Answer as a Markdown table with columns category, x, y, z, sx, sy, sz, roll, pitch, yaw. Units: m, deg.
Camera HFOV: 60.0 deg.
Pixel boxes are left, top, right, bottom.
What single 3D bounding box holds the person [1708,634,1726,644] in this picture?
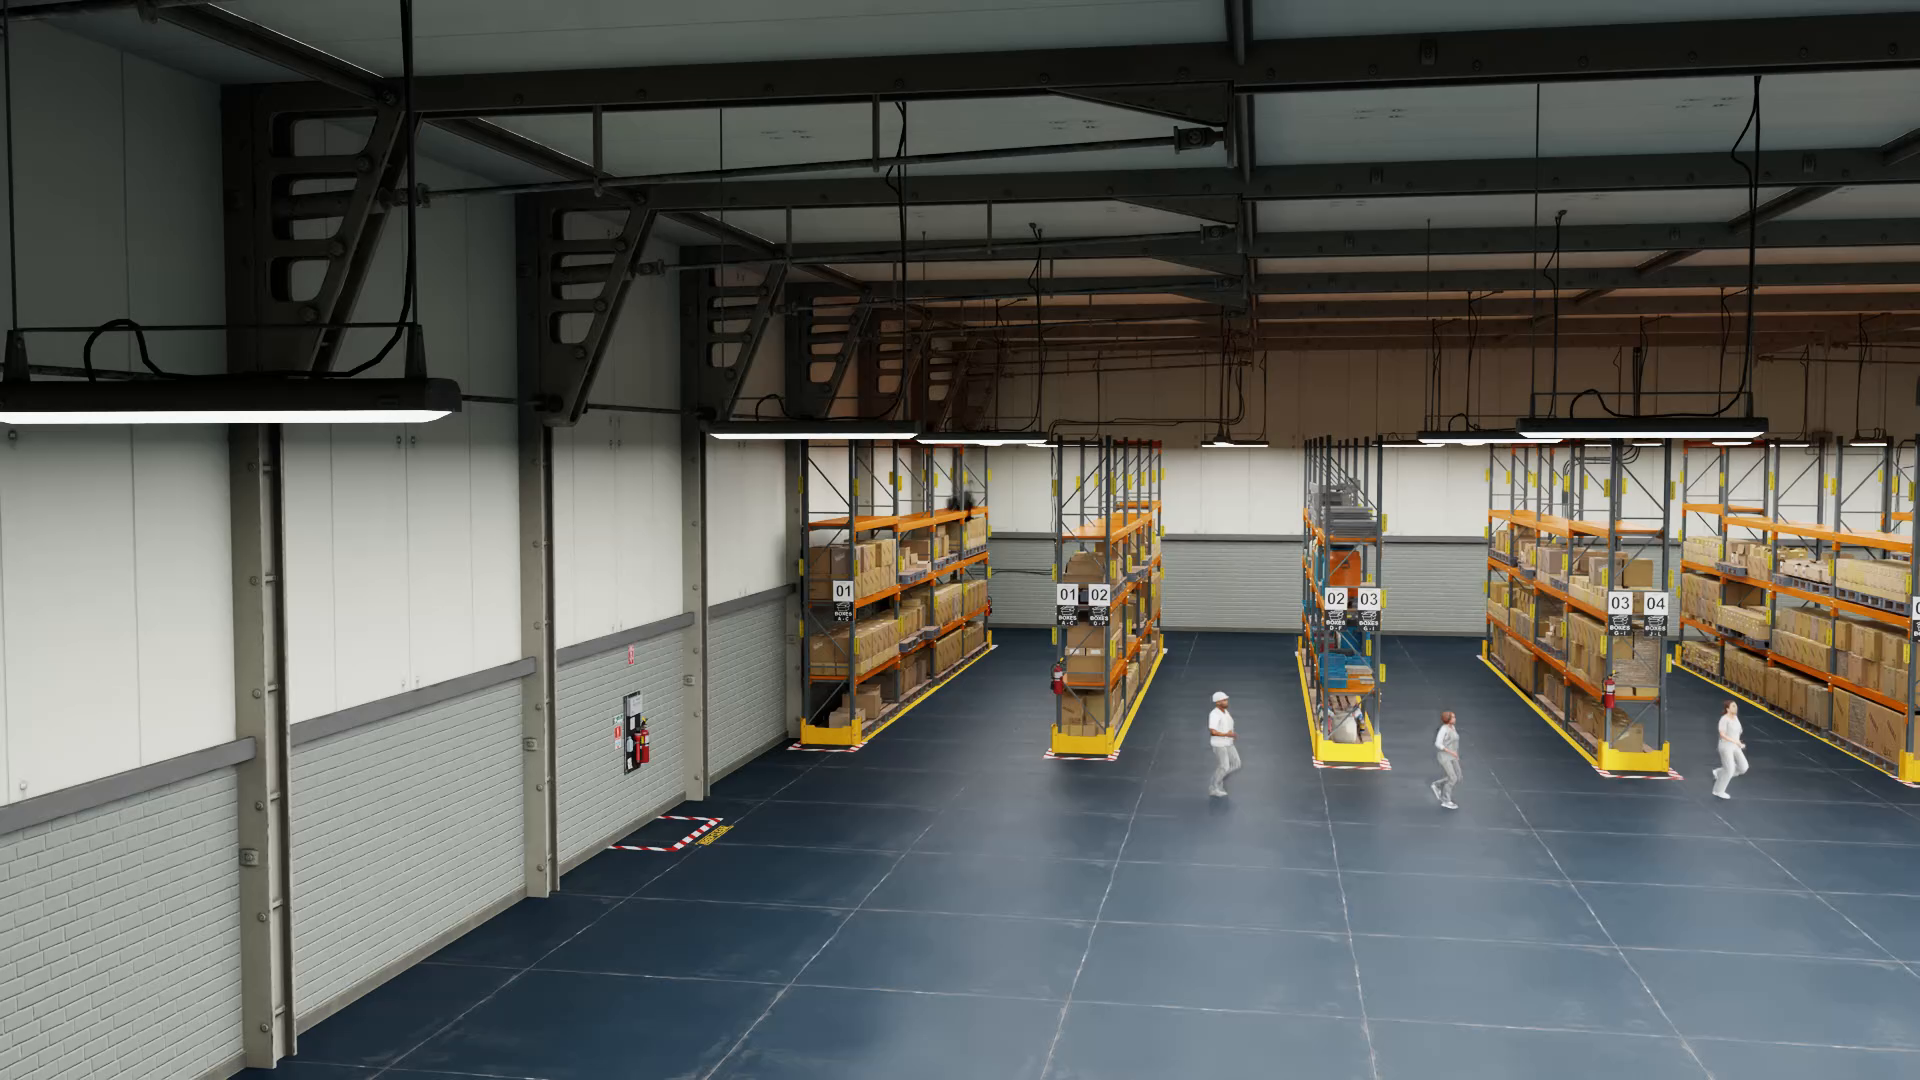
| category | x | y | z | sx | sy | sz | roll | pitch | yaw |
| --- | --- | --- | --- | --- | --- | --- | --- | --- | --- |
| person | 20.765 | 2.427 | 45.521 | 0.735 | 1.718 | 0.588 | 1 | 3 | 10 |

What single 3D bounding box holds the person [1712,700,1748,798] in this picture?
| category | x | y | z | sx | sy | sz | roll | pitch | yaw |
| --- | --- | --- | --- | --- | --- | --- | --- | --- | --- |
| person | 12.697 | 3.435 | 27.383 | 0.594 | 1.631 | 0.619 | -2 | 4 | -34 |

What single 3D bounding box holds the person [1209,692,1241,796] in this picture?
| category | x | y | z | sx | sy | sz | roll | pitch | yaw |
| --- | --- | --- | --- | --- | --- | --- | --- | --- | --- |
| person | 4.373 | 3.361 | 27.391 | 0.600 | 1.724 | 0.685 | 2 | 4 | 33 |

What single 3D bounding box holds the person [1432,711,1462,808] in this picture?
| category | x | y | z | sx | sy | sz | roll | pitch | yaw |
| --- | --- | --- | --- | --- | --- | --- | --- | --- | --- |
| person | 7.761 | 3.503 | 26.581 | 0.539 | 1.563 | 0.545 | 3 | 4 | 40 |
